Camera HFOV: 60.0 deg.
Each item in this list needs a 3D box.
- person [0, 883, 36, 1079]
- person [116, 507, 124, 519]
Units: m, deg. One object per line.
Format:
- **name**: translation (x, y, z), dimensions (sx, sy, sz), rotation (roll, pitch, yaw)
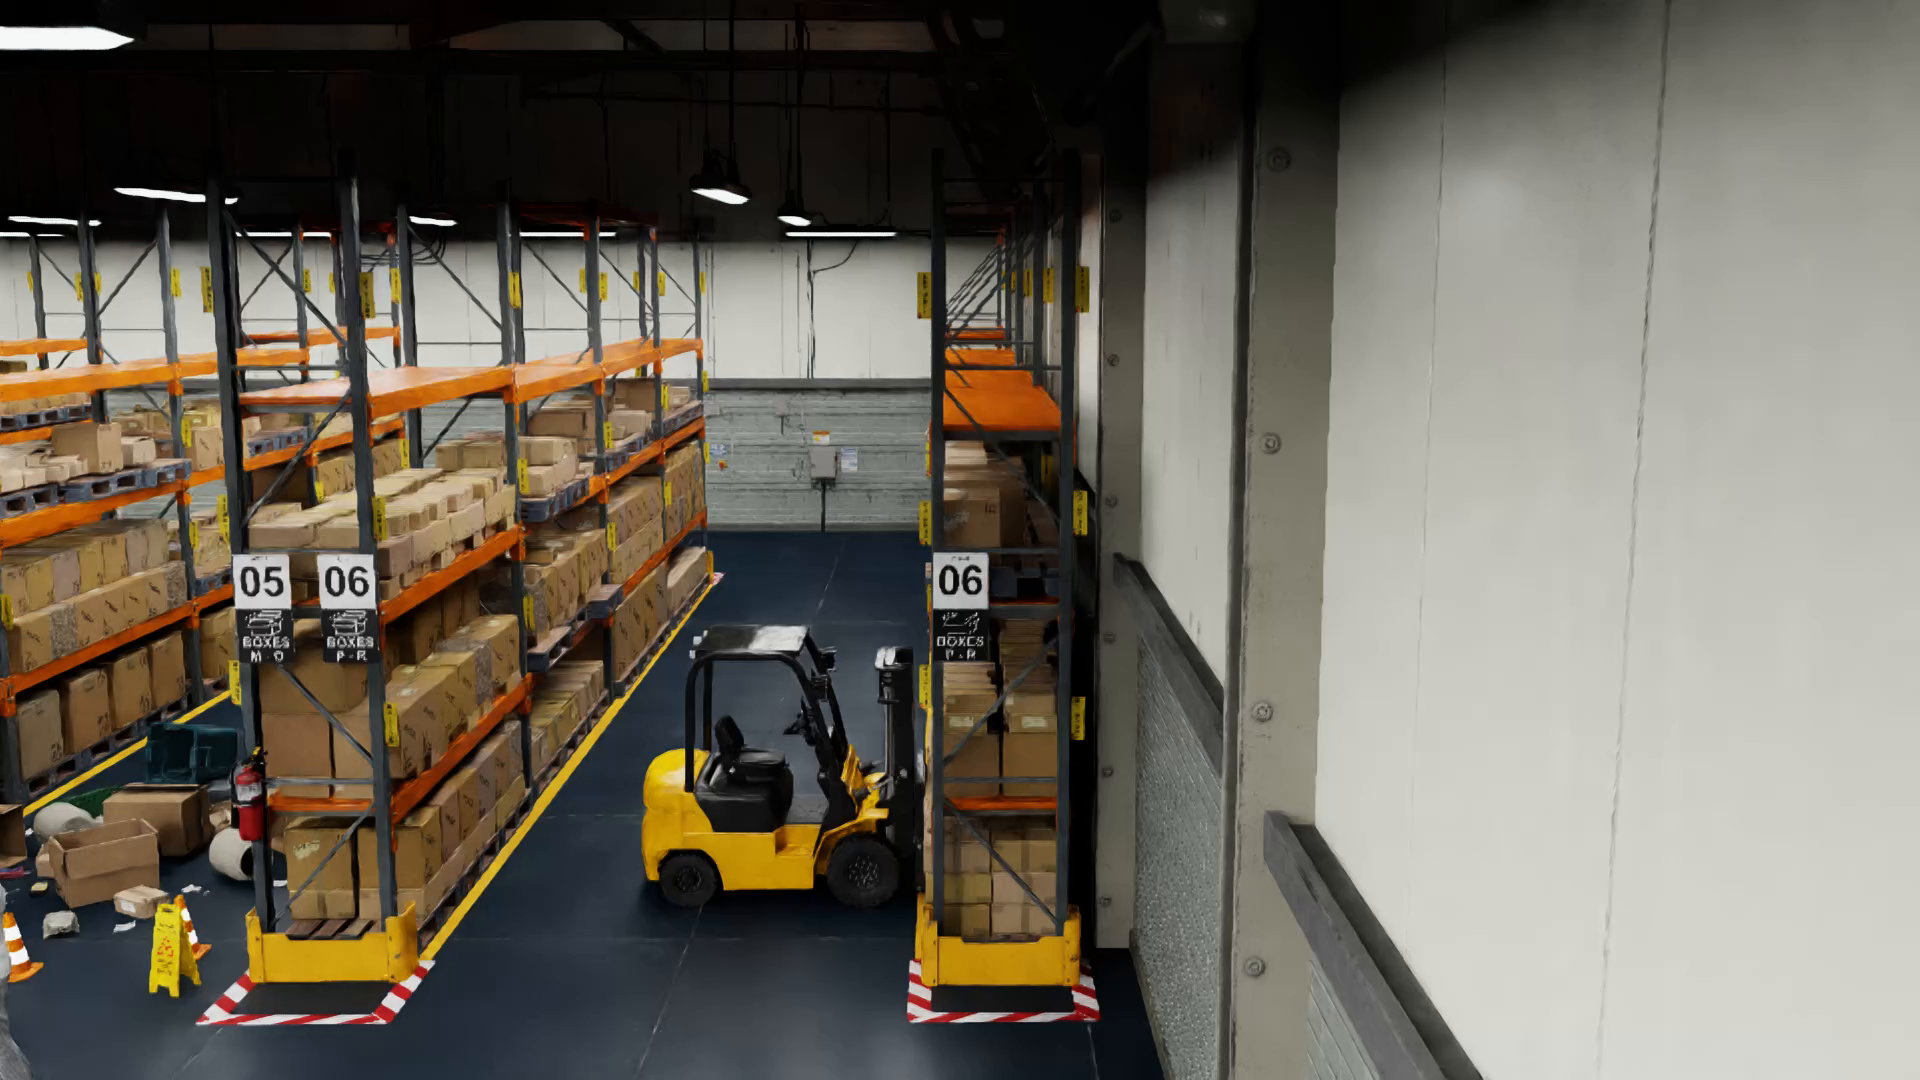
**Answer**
- **person**: translation (-5.949, 2.694, 10.183), dimensions (0.469, 1.769, 0.719), rotation (-5, 10, -27)
- **person**: translation (-14.997, -0.343, 29.595), dimensions (0.475, 1.590, 0.476), rotation (7, 12, 39)
